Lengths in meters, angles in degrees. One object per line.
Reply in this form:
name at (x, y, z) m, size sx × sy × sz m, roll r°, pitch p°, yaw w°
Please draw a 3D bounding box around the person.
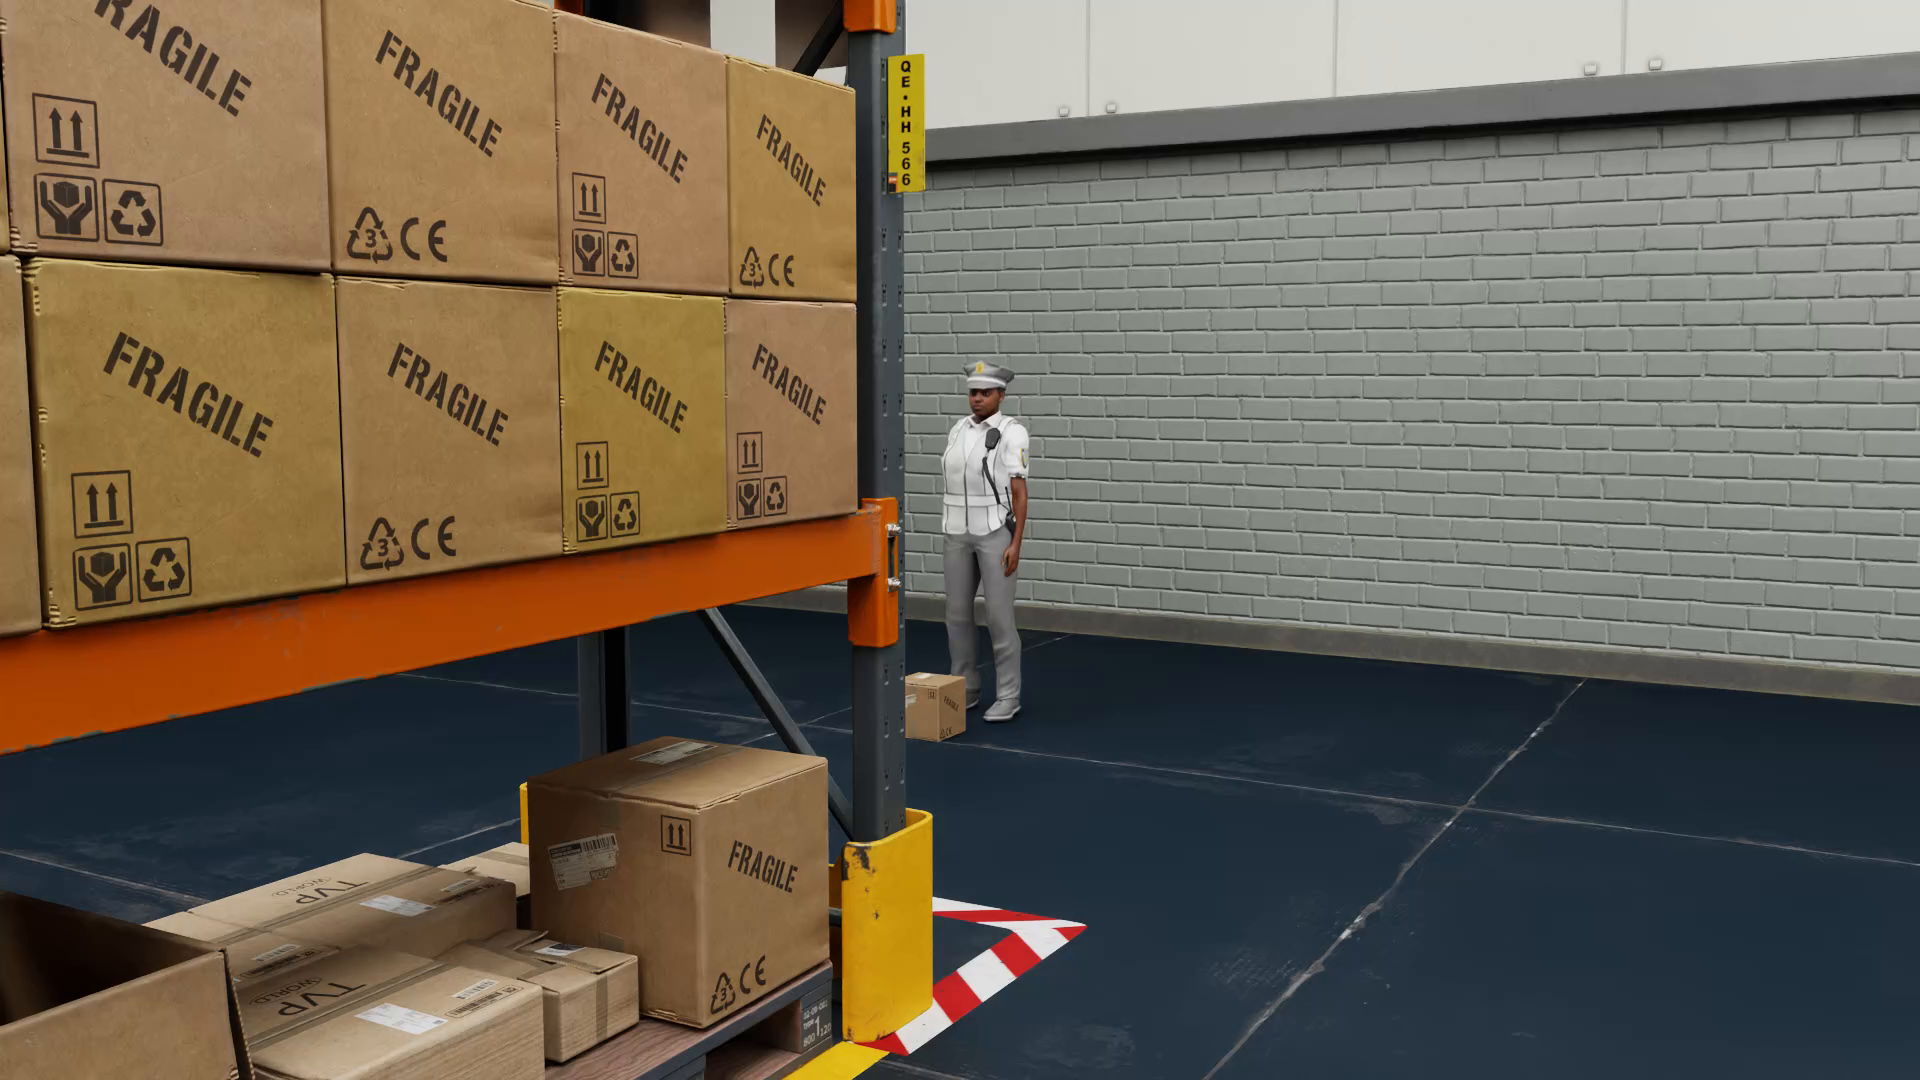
person at (0.111, 0.006, 7.811) m, size 0.439 × 1.682 × 0.341 m, roll 3°, pitch 7°, yaw 30°
